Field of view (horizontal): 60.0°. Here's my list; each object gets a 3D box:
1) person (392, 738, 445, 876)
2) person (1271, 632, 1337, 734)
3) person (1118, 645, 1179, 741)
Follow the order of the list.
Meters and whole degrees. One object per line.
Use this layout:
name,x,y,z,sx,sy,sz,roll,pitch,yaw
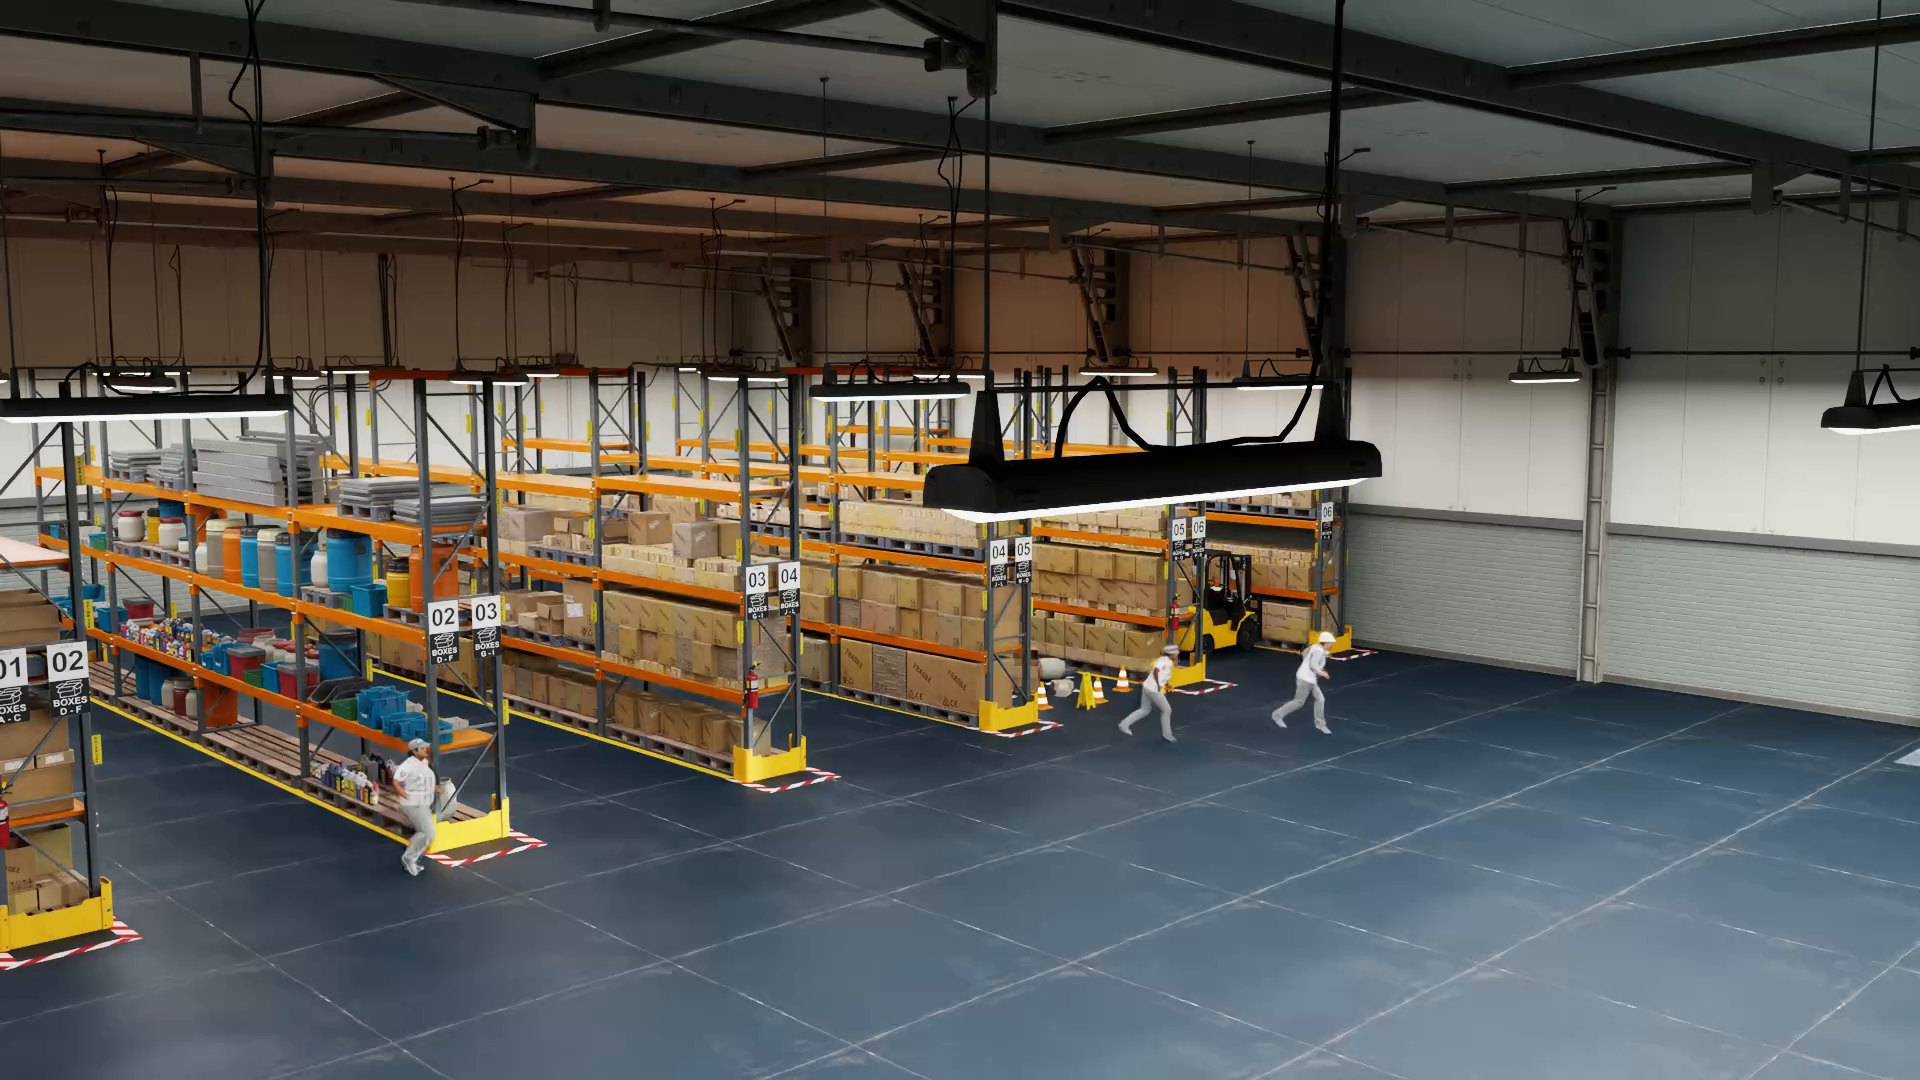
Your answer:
person,-6.566,3.252,20.303,0.552,1.652,0.591,1,6,5
person,5.730,2.383,27.738,1.045,1.733,0.697,1,6,7
person,3.083,2.518,27.062,0.976,1.626,0.613,0,6,-2
